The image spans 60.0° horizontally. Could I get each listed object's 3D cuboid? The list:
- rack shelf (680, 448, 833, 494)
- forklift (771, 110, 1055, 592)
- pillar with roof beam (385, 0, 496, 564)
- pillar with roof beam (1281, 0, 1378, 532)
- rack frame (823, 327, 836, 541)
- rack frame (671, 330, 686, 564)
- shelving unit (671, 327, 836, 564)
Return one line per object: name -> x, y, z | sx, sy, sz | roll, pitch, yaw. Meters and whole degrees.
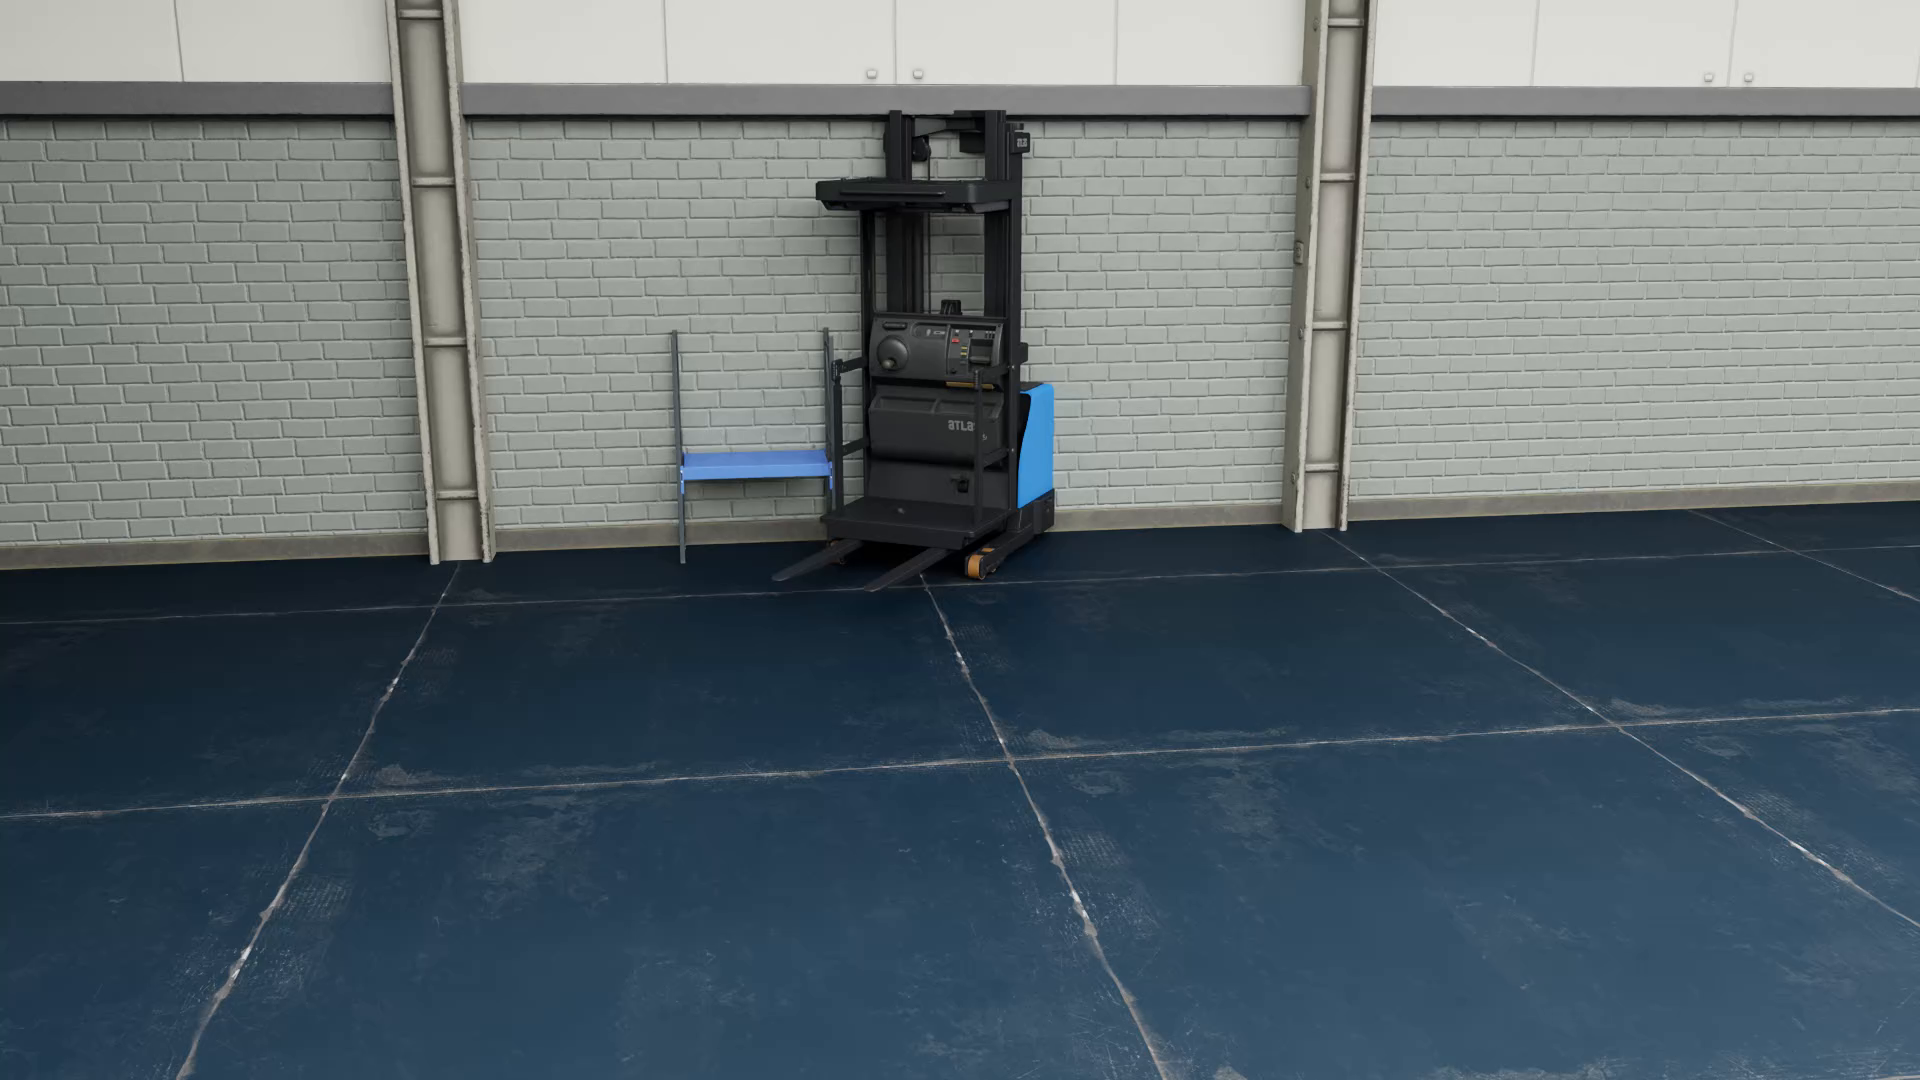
rack shelf -> -1.383, -0.474, 11.268 | 1.000, 0.185, 0.538 | -2, 14, -8
forklift -> -0.239, -1.280, 10.800 | 1.130, 2.935, 3.031 | 6, 15, 22
pillar with roof beam -> -2.716, -3.211, 6.028 | 0.400, 9.000, 9.100 | -2, 14, -8
pillar with roof beam -> 3.217, -3.429, 6.895 | 0.400, 9.000, 9.100 | -2, 14, -8
rack frame -> -0.880, -0.667, 11.297 | 0.032, 1.500, 0.500 | -2, 14, -8
rack frame -> -1.886, -0.630, 11.151 | 0.032, 1.500, 0.500 | -2, 14, -8
shelving unit -> -1.383, -0.648, 11.224 | 1.048, 1.500, 0.538 | -2, 14, -8
